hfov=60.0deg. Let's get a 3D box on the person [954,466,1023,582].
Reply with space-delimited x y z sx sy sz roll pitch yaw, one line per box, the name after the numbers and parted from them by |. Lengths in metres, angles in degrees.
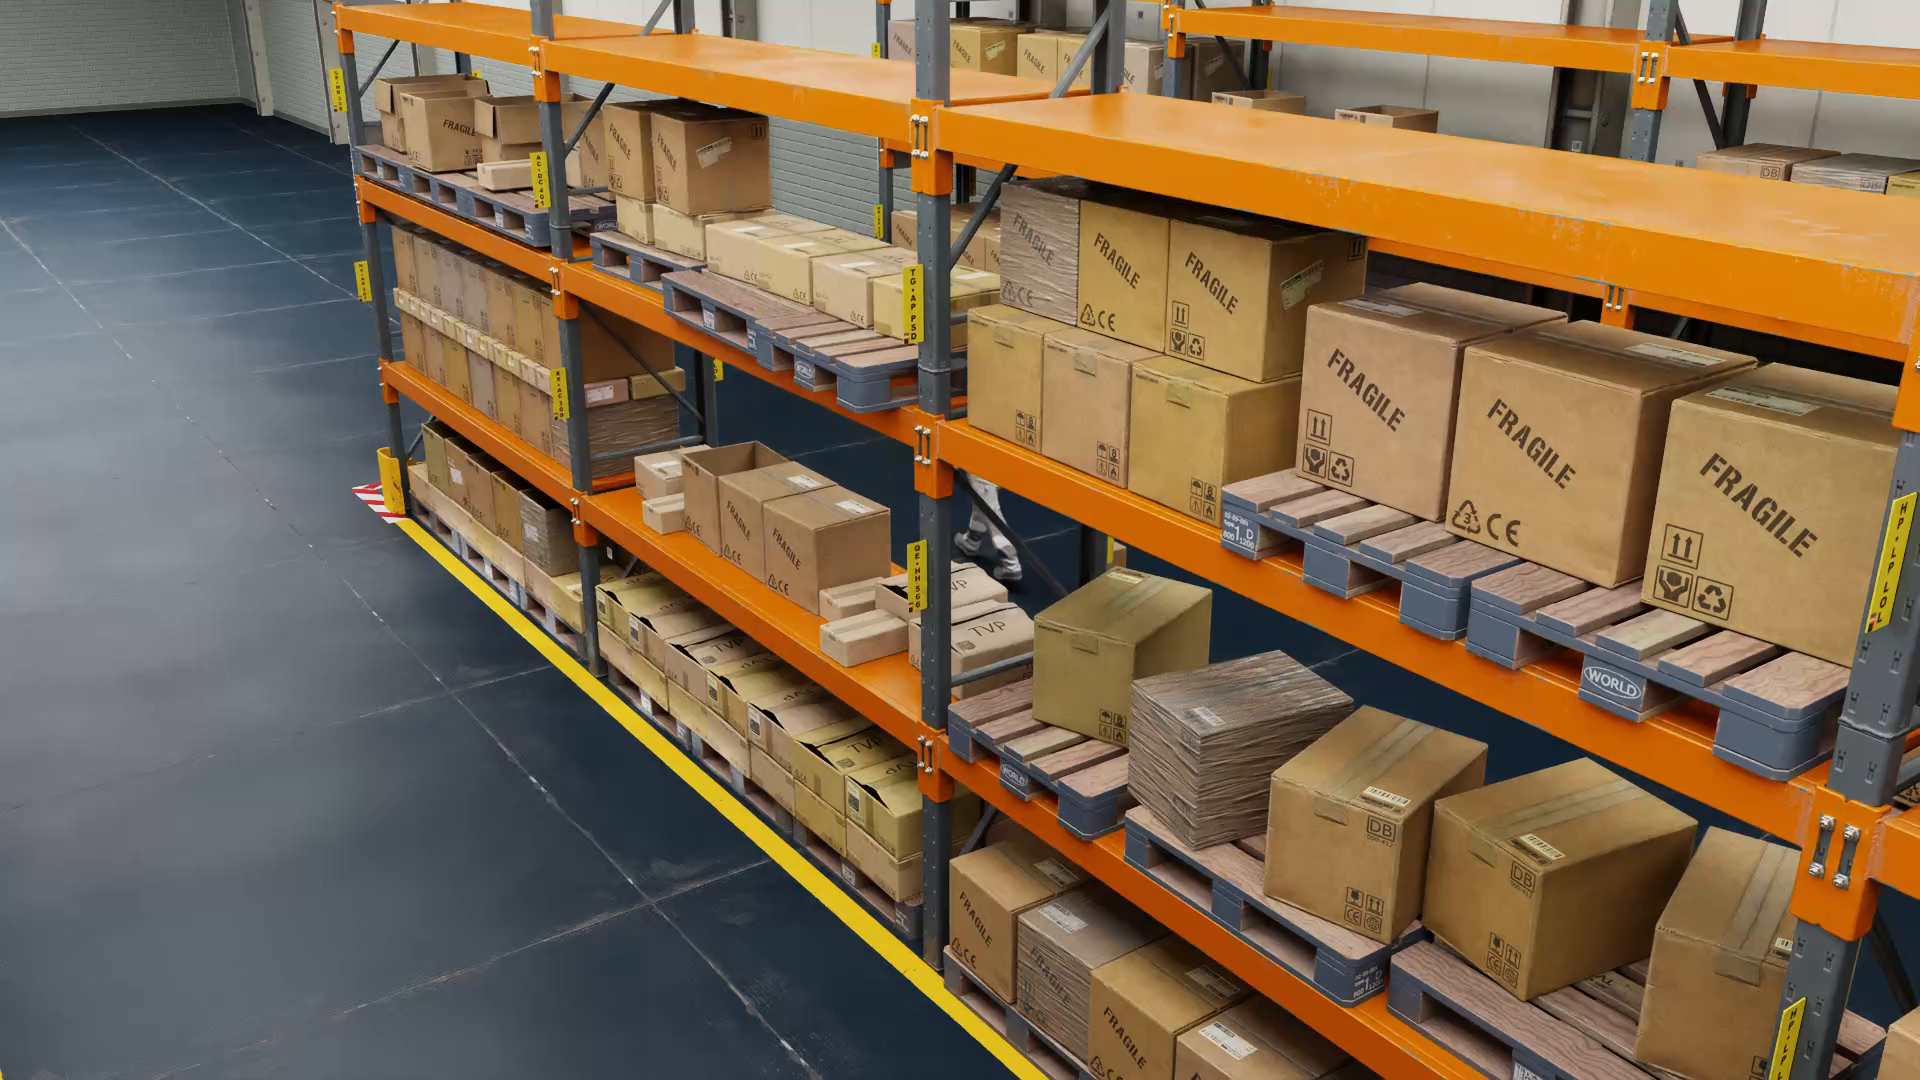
0.179 -0.594 12.583 0.543 1.749 1.043 -16 26 -36 | person
